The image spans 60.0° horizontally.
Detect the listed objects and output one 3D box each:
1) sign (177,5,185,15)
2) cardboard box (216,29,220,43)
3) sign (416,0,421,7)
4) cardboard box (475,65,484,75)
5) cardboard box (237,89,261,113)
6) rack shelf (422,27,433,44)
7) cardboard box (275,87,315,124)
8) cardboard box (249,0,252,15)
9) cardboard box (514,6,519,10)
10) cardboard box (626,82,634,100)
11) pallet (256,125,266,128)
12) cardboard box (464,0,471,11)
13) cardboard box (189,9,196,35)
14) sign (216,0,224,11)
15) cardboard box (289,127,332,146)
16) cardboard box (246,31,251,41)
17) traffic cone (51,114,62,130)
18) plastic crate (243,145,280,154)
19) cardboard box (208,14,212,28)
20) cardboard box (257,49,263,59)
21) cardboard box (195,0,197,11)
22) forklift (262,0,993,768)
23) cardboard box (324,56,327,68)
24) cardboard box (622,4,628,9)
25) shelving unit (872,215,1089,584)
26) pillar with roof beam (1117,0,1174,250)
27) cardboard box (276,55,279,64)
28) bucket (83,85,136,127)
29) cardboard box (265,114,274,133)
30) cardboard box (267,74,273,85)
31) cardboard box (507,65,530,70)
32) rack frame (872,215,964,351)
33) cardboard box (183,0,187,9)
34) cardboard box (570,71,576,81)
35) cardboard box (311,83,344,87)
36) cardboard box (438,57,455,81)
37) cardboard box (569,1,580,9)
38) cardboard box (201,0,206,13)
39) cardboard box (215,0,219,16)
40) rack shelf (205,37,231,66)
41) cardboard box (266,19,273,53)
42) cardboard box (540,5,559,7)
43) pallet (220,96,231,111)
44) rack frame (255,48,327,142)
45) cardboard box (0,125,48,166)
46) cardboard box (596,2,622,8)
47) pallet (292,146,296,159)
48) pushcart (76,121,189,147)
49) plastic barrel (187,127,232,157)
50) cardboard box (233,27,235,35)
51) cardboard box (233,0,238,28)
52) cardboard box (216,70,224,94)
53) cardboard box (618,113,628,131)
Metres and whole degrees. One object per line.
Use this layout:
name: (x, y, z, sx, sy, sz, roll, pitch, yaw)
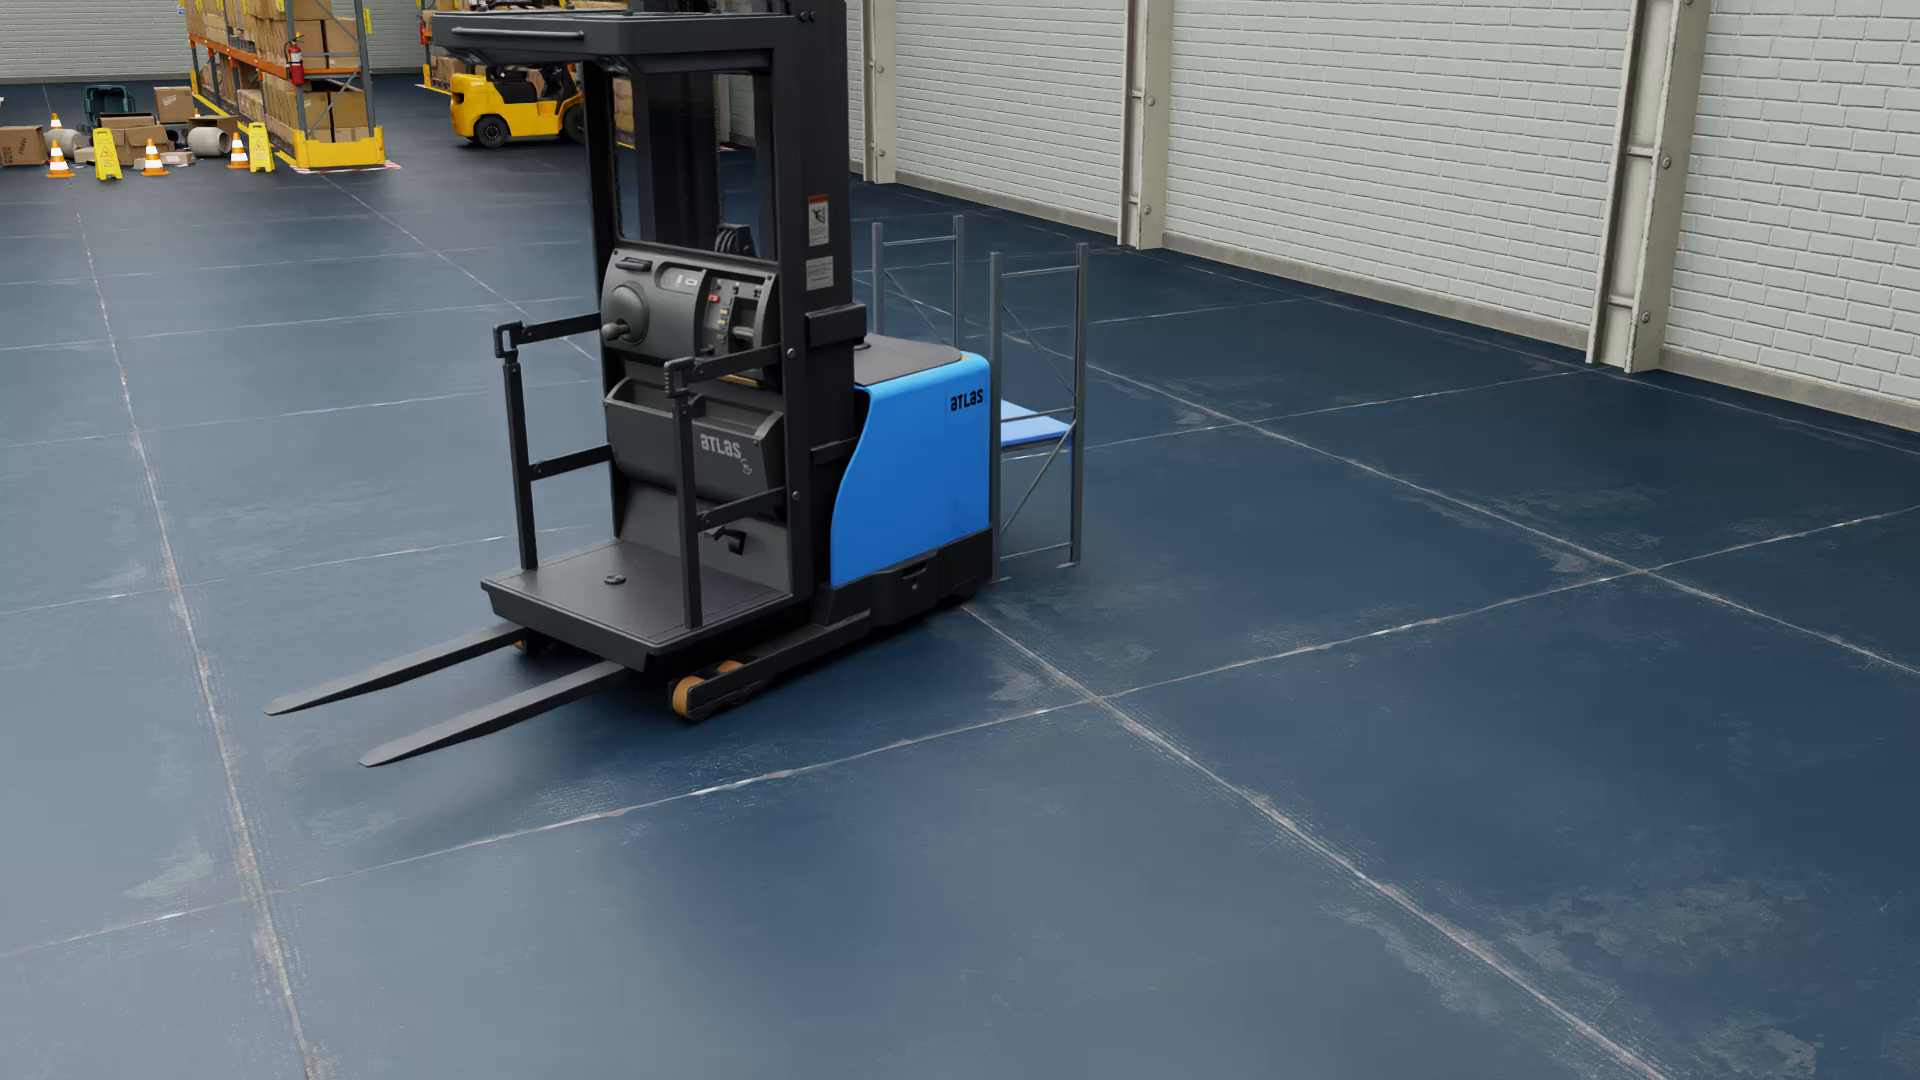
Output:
sign: (-19.081, -13.054, 40.950, 0.327, 0.218, 0.001, -10, 21, -27)
cardboard box: (-13.463, -9.330, 30.801, 0.500, 0.250, 0.500, -10, 22, -27)
sign: (-12.422, -12.396, 38.130, 0.100, 0.325, 0.005, -10, 21, -27)
cardboard box: (-9.752, -9.615, 34.585, 0.500, 0.500, 0.500, -10, 22, -27)
cardboard box: (-12.253, -7.797, 29.514, 0.950, 0.372, 0.625, -12, 22, -30)
rack shelf: (-10.995, -11.157, 36.969, 1.077, 0.370, 4.000, -10, 21, -27)
cardboard box: (-9.808, -6.446, 24.636, 0.500, 0.500, 0.500, -11, 22, -28)
cardboard box: (-10.372, -8.207, 25.175, 0.700, 0.500, 0.500, -10, 21, -26)
cardboard box: (-8.126, -9.915, 31.119, 0.380, 0.149, 0.250, -9, 21, -25)
cardboard box: (-4.840, -6.933, 25.664, 0.500, 0.250, 0.500, -9, 21, -25)
pallet: (-10.984, -6.762, 27.403, 1.003, 0.211, 1.213, -10, 21, -27)
cardboard box: (-9.767, -10.847, 34.169, 0.700, 0.500, 0.500, -10, 21, -26)
cardboard box: (-15.846, -10.877, 34.900, 0.500, 0.500, 0.500, -10, 21, -27)
sign: (-12.999, -9.465, 29.188, 0.100, 0.325, 0.005, -10, 21, -27)
cardboard box: (-9.346, -5.804, 23.925, 0.500, 0.250, 0.500, -10, 21, -27)
cardboard box: (-11.364, -8.188, 27.003, 0.380, 0.149, 0.250, -10, 22, -28)
traffic cone: (-14.229, -6.480, 26.202, 0.336, 0.463, 0.334, -10, 21, -27)
plastic crate: (-10.589, -5.899, 25.103, 0.583, 0.080, 0.402, 16, 25, 39)
cardboard box: (-13.963, -9.854, 31.554, 0.500, 0.250, 0.500, -10, 21, -26)
cardboard box: (-10.746, -7.598, 25.936, 0.380, 0.149, 0.250, -10, 21, -27)
cardboard box: (-15.113, -10.913, 33.471, 0.500, 0.500, 0.500, -10, 22, -27)
forklift: (-1.186, -0.896, 6.233, 1.130, 2.935, 3.031, 15, 24, 37)
cardboard box: (-8.825, -6.789, 23.593, 0.380, 0.149, 0.250, -10, 21, -26)
cardboard box: (-4.995, -8.180, 25.634, 0.380, 0.149, 0.250, -9, 21, -25)
shelving unit: (0.074, -0.695, 7.846, 0.538, 1.500, 1.048, -12, 22, -31)
pillar with roof beam: (-1.975, -6.542, 13.294, 9.100, 9.000, 0.400, -10, 21, -27)
cardboard box: (-9.749, -7.020, 24.262, 0.380, 0.149, 0.250, -10, 22, -27)
bucket: (-12.828, -6.550, 25.203, 0.726, 0.611, 0.620, -3, 9, -8)
cardboard box: (-10.571, -6.544, 26.069, 0.500, 0.250, 0.500, -11, 22, -29)
cardboard box: (-10.318, -7.013, 25.283, 0.380, 0.149, 0.250, -9, 21, -25)
cardboard box: (-8.603, -9.201, 32.390, 0.380, 0.149, 0.250, -11, 22, -29)
rack frame: (-0.200, -0.835, 8.251, 0.500, 1.500, 0.032, -12, 22, -31)
cardboard box: (-16.334, -11.639, 35.577, 0.500, 0.500, 0.500, -11, 22, -28)
cardboard box: (-6.293, -7.810, 28.206, 0.500, 0.250, 0.500, -10, 22, -27)
cardboard box: (-9.610, -6.689, 25.341, 0.500, 0.500, 0.500, -9, 21, -24)
cardboard box: (-11.366, -10.646, 37.575, 0.700, 0.500, 0.500, -9, 21, -24)
cardboard box: (-6.356, -8.983, 27.963, 0.380, 0.149, 0.250, -10, 21, -26)
cardboard box: (-14.456, -10.502, 32.282, 0.500, 0.500, 0.500, -10, 21, -26)
cardboard box: (-13.239, -9.779, 30.185, 0.500, 0.500, 0.500, -10, 21, -26)
rack shelf: (-13.462, -9.239, 31.410, 1.077, 0.370, 4.000, -10, 21, -27)
cardboard box: (-9.906, -7.446, 24.503, 0.500, 0.500, 0.500, -10, 21, -26)
cardboard box: (-7.813, -10.067, 31.558, 0.380, 0.149, 0.250, -9, 21, -25)
pallet: (-13.979, -8.625, 32.803, 1.003, 0.211, 1.213, -10, 21, -27)
rack frame: (-10.613, -7.856, 26.301, 1.000, 3.000, 0.127, -10, 21, -27)
cardboard box: (-13.281, -5.594, 23.571, 0.500, 0.500, 0.500, -6, 20, -17)
cardboard box: (-5.675, -8.626, 26.927, 0.380, 0.149, 0.250, -10, 21, -27)
pallet: (-9.104, -5.651, 24.183, 1.003, 0.211, 1.213, -10, 21, -27)
pushcart: (-12.596, -6.249, 25.664, 0.936, 0.377, 1.648, 16, 25, 39)
plastic barrel: (-11.027, -5.849, 24.432, 0.512, 0.421, 0.421, 4, 19, 11)
cardboard box: (-12.328, -8.790, 28.749, 0.380, 0.149, 0.250, -12, 22, -30)
cardboard box: (-11.991, -8.926, 28.148, 0.500, 0.500, 0.500, -10, 21, -26)
cardboard box: (-14.616, -9.337, 33.876, 0.875, 0.438, 0.875, -10, 22, -27)
cardboard box: (-5.076, -6.607, 26.252, 0.500, 0.250, 0.500, -10, 21, -27)
